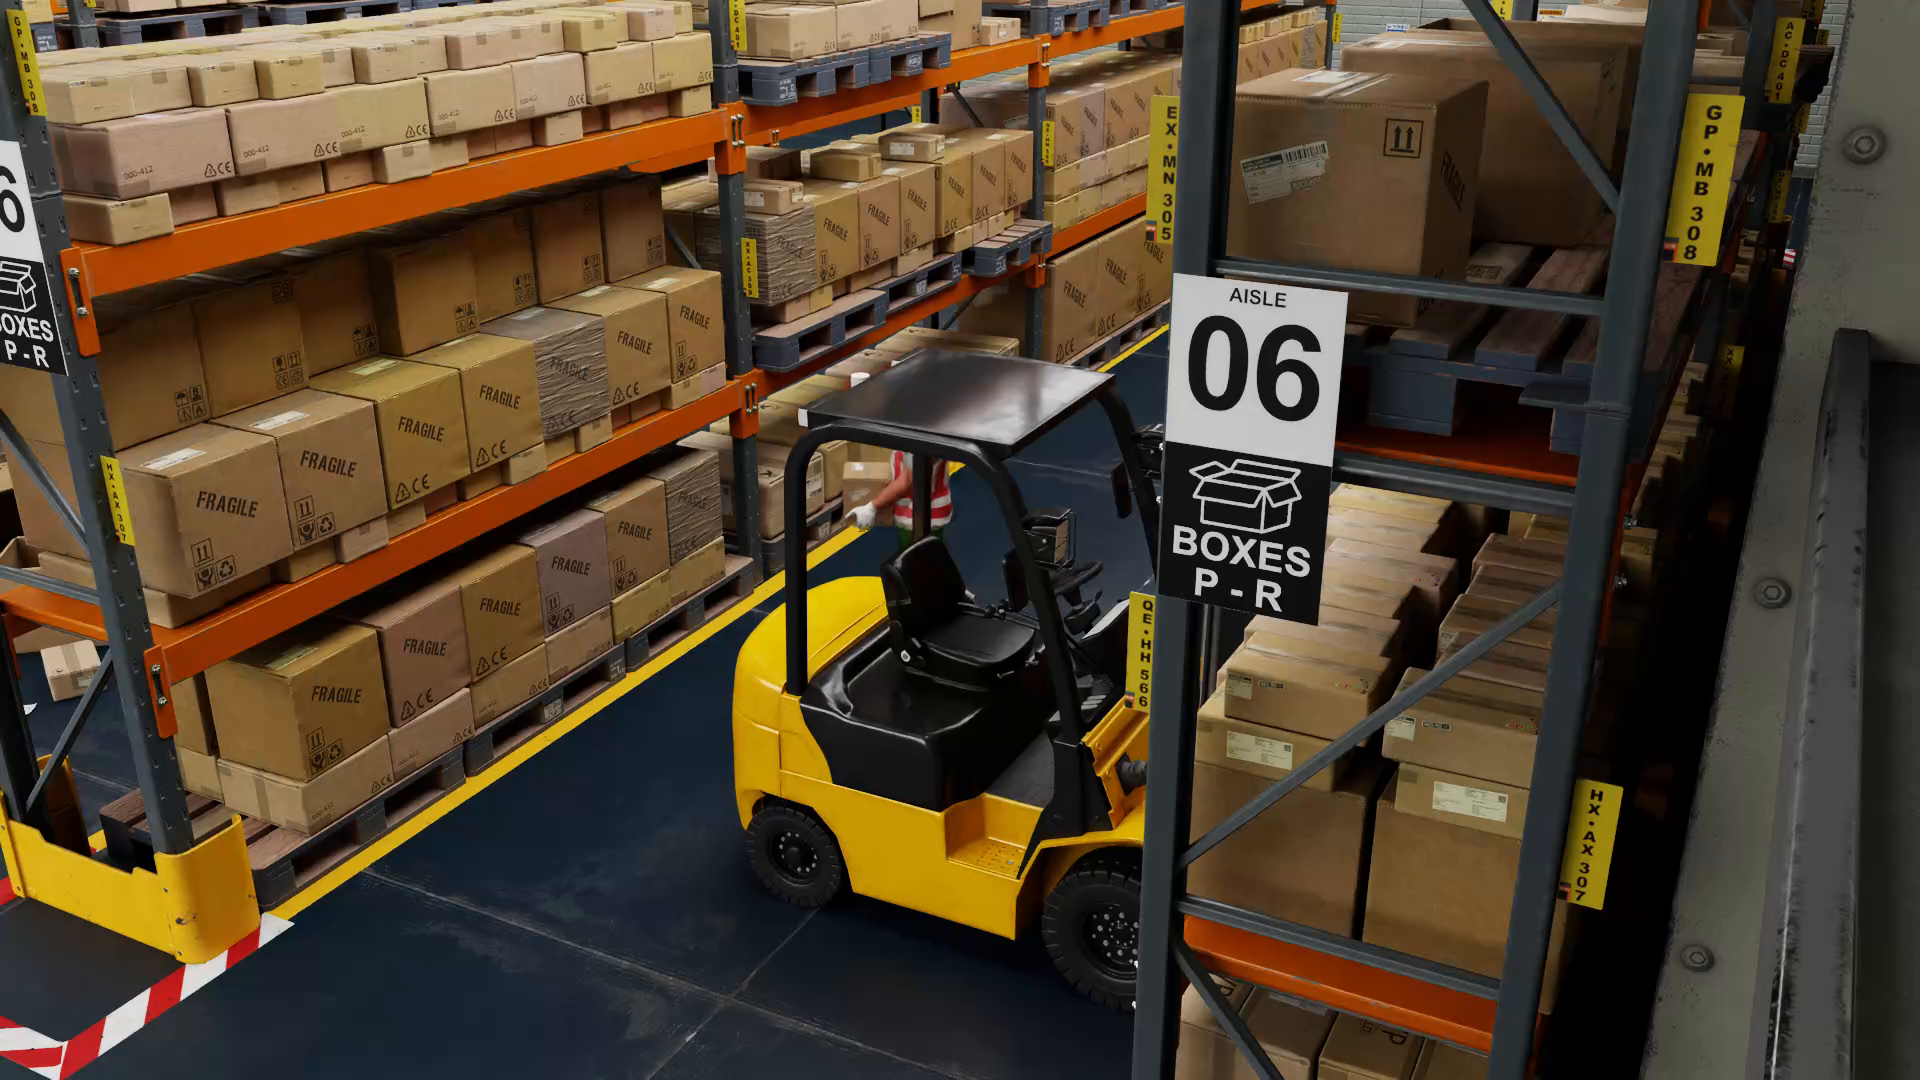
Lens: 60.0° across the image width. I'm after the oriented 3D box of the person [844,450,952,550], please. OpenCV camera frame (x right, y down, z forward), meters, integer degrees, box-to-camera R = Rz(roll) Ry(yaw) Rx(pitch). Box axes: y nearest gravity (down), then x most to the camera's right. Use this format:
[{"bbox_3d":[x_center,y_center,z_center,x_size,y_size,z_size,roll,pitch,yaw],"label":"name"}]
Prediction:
[{"bbox_3d":[-0.305,-0.098,8.527,0.560,1.787,0.502,0,23,-1],"label":"person"}]
